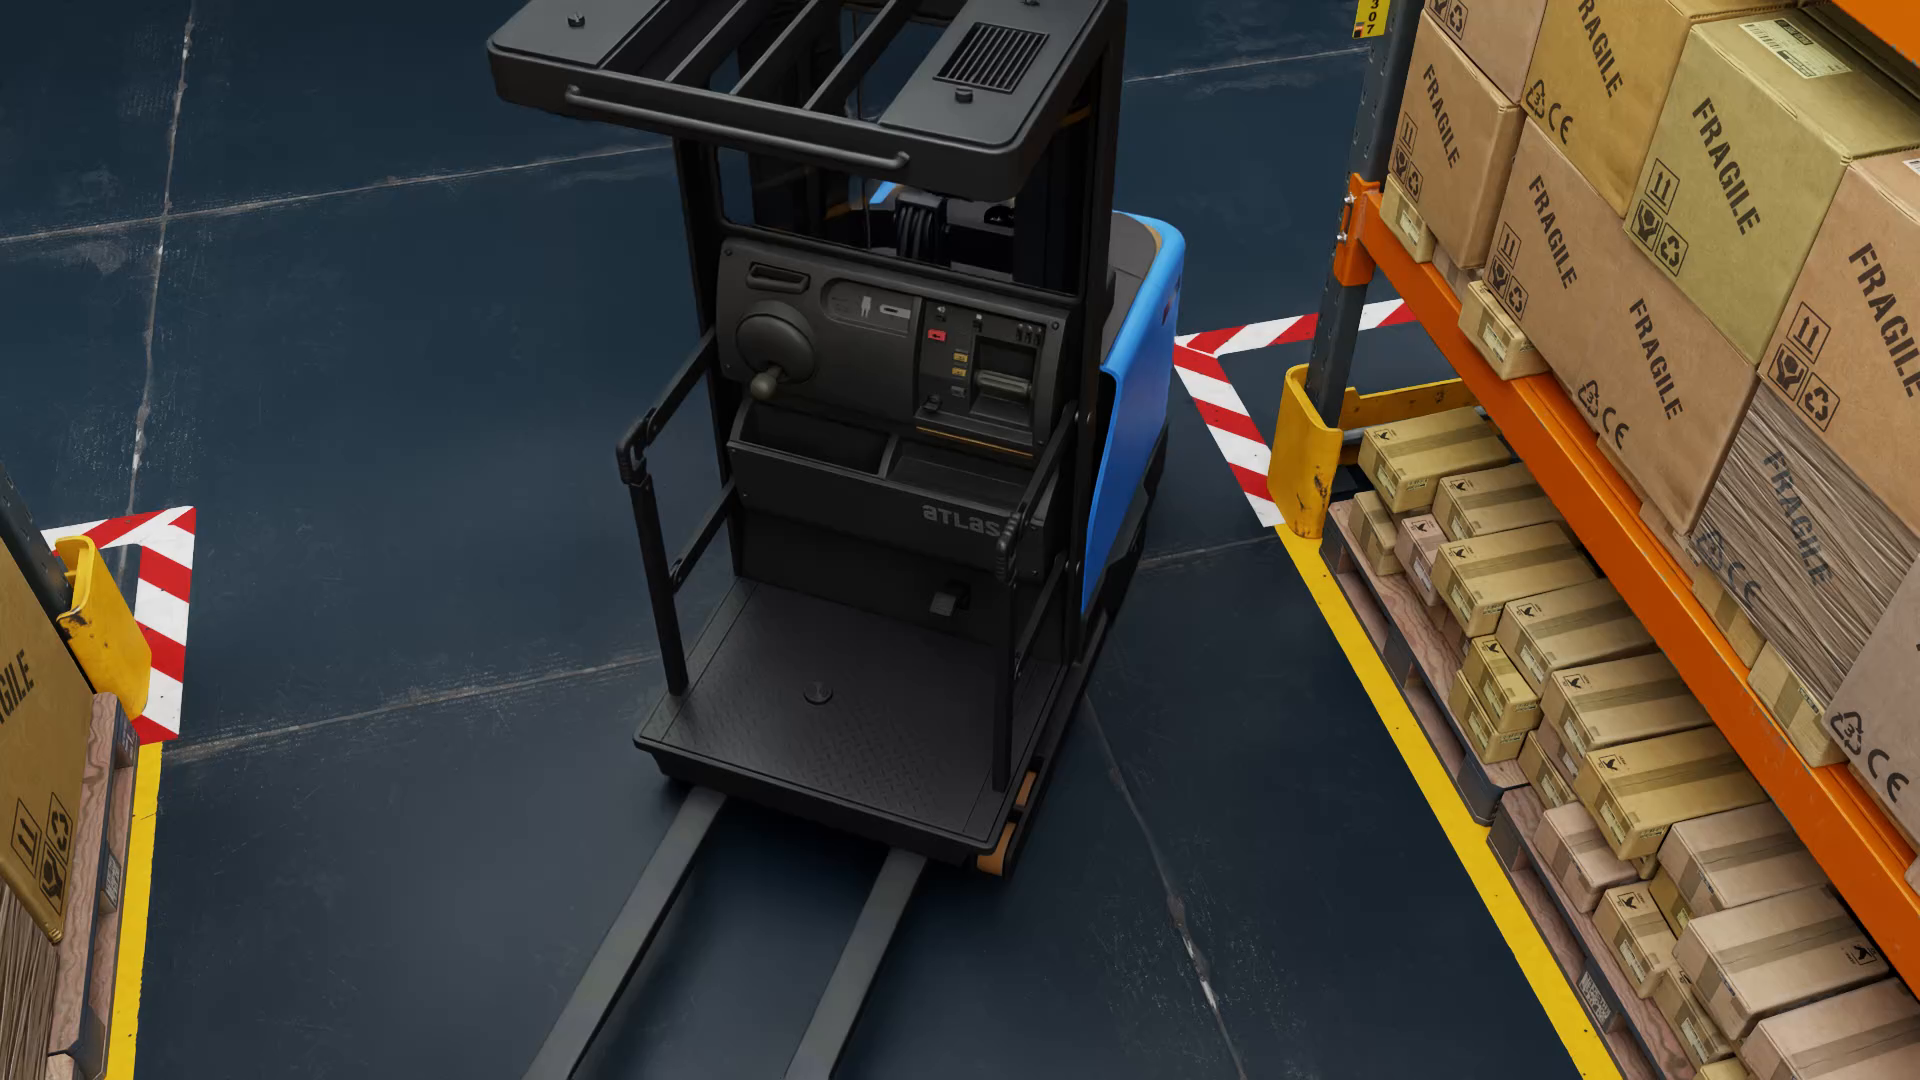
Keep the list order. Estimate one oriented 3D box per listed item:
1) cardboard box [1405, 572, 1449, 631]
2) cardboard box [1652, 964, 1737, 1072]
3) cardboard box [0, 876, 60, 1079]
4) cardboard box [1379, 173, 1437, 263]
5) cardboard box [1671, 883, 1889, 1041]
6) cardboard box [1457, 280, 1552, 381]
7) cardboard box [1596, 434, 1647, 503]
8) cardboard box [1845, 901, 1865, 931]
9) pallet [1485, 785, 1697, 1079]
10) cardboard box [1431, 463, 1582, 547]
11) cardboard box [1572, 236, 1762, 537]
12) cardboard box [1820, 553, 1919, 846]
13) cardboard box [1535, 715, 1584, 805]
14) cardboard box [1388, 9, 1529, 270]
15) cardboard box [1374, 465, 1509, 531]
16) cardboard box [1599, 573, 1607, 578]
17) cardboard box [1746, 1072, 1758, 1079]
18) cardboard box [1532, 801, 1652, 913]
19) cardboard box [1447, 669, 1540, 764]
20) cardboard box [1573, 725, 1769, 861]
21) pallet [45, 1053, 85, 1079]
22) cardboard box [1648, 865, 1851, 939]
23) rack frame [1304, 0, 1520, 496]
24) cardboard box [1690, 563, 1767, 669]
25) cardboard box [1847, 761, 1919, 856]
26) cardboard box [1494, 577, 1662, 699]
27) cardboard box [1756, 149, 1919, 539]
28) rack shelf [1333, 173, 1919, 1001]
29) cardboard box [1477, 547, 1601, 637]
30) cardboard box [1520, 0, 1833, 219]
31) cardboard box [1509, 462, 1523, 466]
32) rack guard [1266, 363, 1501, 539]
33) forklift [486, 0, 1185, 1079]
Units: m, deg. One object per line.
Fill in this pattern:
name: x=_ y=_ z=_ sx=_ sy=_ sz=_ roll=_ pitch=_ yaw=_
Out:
cardboard box: x=1.640 y=0.117 z=5.237 sx=0.380 sy=0.149 sz=0.250 roll=-11 pitch=47 yaw=-10
cardboard box: x=1.997 y=1.177 z=4.198 sx=0.380 sy=0.149 sz=0.250 roll=-10 pitch=46 yaw=-10
cardboard box: x=-2.677 y=1.169 z=3.697 sx=0.875 sy=0.875 sz=0.875 roll=-11 pitch=47 yaw=-10
cardboard box: x=1.435 y=-0.948 z=4.755 sx=0.380 sy=0.149 sz=0.250 roll=-11 pitch=47 yaw=-11
cardboard box: x=1.946 y=0.999 z=3.956 sx=0.380 sy=0.149 sz=0.250 roll=-12 pitch=47 yaw=-12
cardboard box: x=1.558 y=-0.585 z=4.399 sx=0.380 sy=0.149 sz=0.250 roll=-12 pitch=47 yaw=-11
cardboard box: x=1.802 y=-0.239 z=4.060 sx=0.380 sy=0.149 sz=0.250 roll=-11 pitch=47 yaw=-11
cardboard box: x=2.398 y=0.927 z=4.444 sx=0.380 sy=0.149 sz=0.250 roll=-9 pitch=46 yaw=-9
pallet: x=2.171 y=1.117 z=4.508 sx=1.003 sy=0.211 sz=1.213 roll=-11 pitch=47 yaw=-10
cardboard box: x=1.662 y=-0.085 z=5.019 sx=0.380 sy=0.149 sz=0.250 roll=-10 pitch=46 yaw=-10
cardboard box: x=1.792 y=-0.393 z=3.757 sx=0.500 sy=0.500 sz=0.500 roll=-10 pitch=46 yaw=-10
cardboard box: x=2.039 y=0.318 z=3.060 sx=0.500 sy=0.500 sz=0.500 roll=-11 pitch=47 yaw=-11
cardboard box: x=1.840 y=0.550 z=4.604 sx=0.380 sy=0.149 sz=0.250 roll=-13 pitch=47 yaw=-12
cardboard box: x=1.517 y=-1.099 z=4.448 sx=0.500 sy=0.500 sz=0.500 roll=-9 pitch=46 yaw=-8
cardboard box: x=1.555 y=-0.165 z=5.305 sx=0.380 sy=0.149 sz=0.250 roll=-9 pitch=46 yaw=-9
cardboard box: x=2.154 y=0.213 z=5.143 sx=0.380 sy=0.149 sz=0.250 roll=-11 pitch=47 yaw=-11
cardboard box: x=2.085 y=1.299 z=3.870 sx=0.380 sy=0.149 sz=0.250 roll=-10 pitch=46 yaw=-9
cardboard box: x=1.807 y=0.830 z=4.538 sx=0.380 sy=0.149 sz=0.250 roll=-13 pitch=47 yaw=-12
cardboard box: x=1.670 y=0.484 z=4.878 sx=0.380 sy=0.149 sz=0.250 roll=-10 pitch=46 yaw=-10
cardboard box: x=1.831 y=0.651 z=4.297 sx=0.380 sy=0.149 sz=0.250 roll=-10 pitch=46 yaw=-10
pallet: x=-2.562 y=1.872 z=3.768 sx=1.003 sy=0.211 sz=1.213 roll=-11 pitch=47 yaw=-10
cardboard box: x=2.009 y=0.918 z=4.243 sx=0.380 sy=0.149 sz=0.250 roll=-9 pitch=46 yaw=-8
rack frame: x=1.669 y=-1.320 z=4.943 sx=1.000 sy=3.000 sz=0.127 roll=-11 pitch=47 yaw=-10
cardboard box: x=1.884 y=0.119 z=3.709 sx=0.380 sy=0.149 sz=0.250 roll=-9 pitch=46 yaw=-9
cardboard box: x=2.058 y=0.472 z=3.363 sx=0.380 sy=0.149 sz=0.250 roll=-11 pitch=47 yaw=-11
cardboard box: x=1.746 y=0.268 z=4.672 sx=0.380 sy=0.149 sz=0.250 roll=-13 pitch=47 yaw=-12
cardboard box: x=1.909 y=-0.389 z=3.053 sx=0.500 sy=0.500 sz=0.500 roll=-12 pitch=47 yaw=-12
rack shelf: x=2.181 y=0.313 z=3.847 sx=1.077 sy=0.370 sz=4.000 roll=-11 pitch=47 yaw=-10
cardboard box: x=1.719 y=0.188 z=4.960 sx=0.380 sy=0.149 sz=0.250 roll=-10 pitch=46 yaw=-10
cardboard box: x=1.663 y=-1.103 z=3.753 sx=0.500 sy=0.500 sz=0.500 roll=-9 pitch=46 yaw=-9
cardboard box: x=2.006 y=-0.144 z=5.493 sx=0.380 sy=0.149 sz=0.250 roll=-10 pitch=46 yaw=-10
rack guard: x=1.689 y=-0.393 z=5.785 sx=1.175 sy=0.500 sz=0.348 roll=-11 pitch=47 yaw=-10
forklift: x=-0.260 y=-0.399 z=4.089 sx=1.130 sy=2.935 sz=3.031 roll=15 pitch=47 yaw=14
